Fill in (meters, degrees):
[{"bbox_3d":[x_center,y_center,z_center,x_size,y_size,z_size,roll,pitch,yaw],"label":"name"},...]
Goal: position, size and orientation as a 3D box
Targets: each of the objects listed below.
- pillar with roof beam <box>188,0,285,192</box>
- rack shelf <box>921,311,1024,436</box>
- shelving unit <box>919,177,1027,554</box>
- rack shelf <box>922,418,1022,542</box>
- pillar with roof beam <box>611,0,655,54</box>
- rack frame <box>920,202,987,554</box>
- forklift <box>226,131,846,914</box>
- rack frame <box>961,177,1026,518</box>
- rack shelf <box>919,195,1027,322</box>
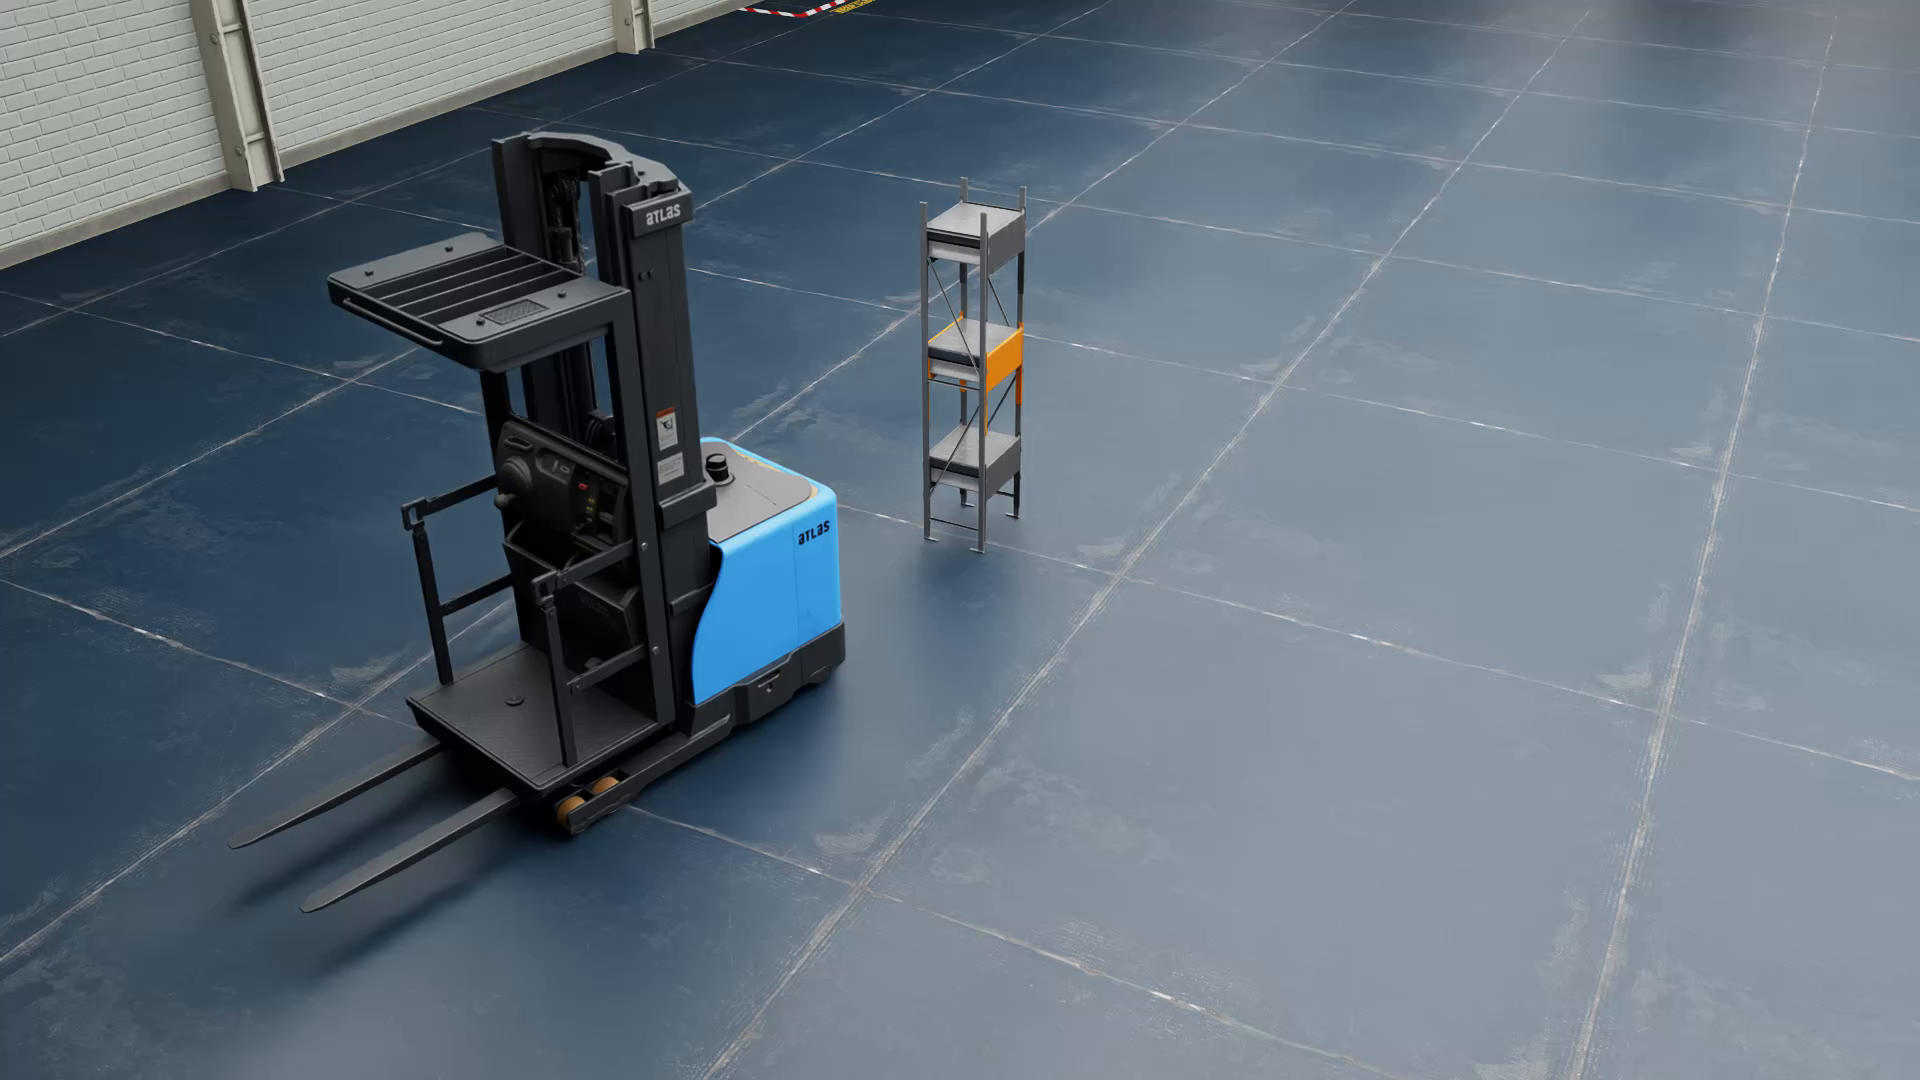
[{"bbox_3d":[-2.930,-6.355,12.071,9.100,9.000,0.400,14,33,23],"label":"pillar with roof beam"},{"bbox_3d":[0.075,-0.972,9.652,0.431,0.518,0.480,14,33,23],"label":"rack shelf"},{"bbox_3d":[0.075,-0.984,9.645,0.431,2.100,0.503,14,33,23],"label":"shelving unit"},{"bbox_3d":[0.075,-0.365,10.001,0.431,0.518,0.480,14,33,23],"label":"rack shelf"},{"bbox_3d":[-0.197,-9.015,16.703,9.100,9.000,0.400,14,33,23],"label":"pillar with roof beam"},{"bbox_3d":[-0.036,-0.876,9.457,0.400,2.100,0.015,14,33,23],"label":"rack frame"},{"bbox_3d":[-1.959,-0.203,7.450,1.130,2.935,3.031,24,38,35],"label":"forklift"},{"bbox_3d":[0.187,-1.092,9.834,0.400,2.100,0.015,14,33,23],"label":"rack frame"},{"bbox_3d":[0.075,-1.579,9.304,0.431,0.518,0.480,14,33,23],"label":"rack shelf"}]
